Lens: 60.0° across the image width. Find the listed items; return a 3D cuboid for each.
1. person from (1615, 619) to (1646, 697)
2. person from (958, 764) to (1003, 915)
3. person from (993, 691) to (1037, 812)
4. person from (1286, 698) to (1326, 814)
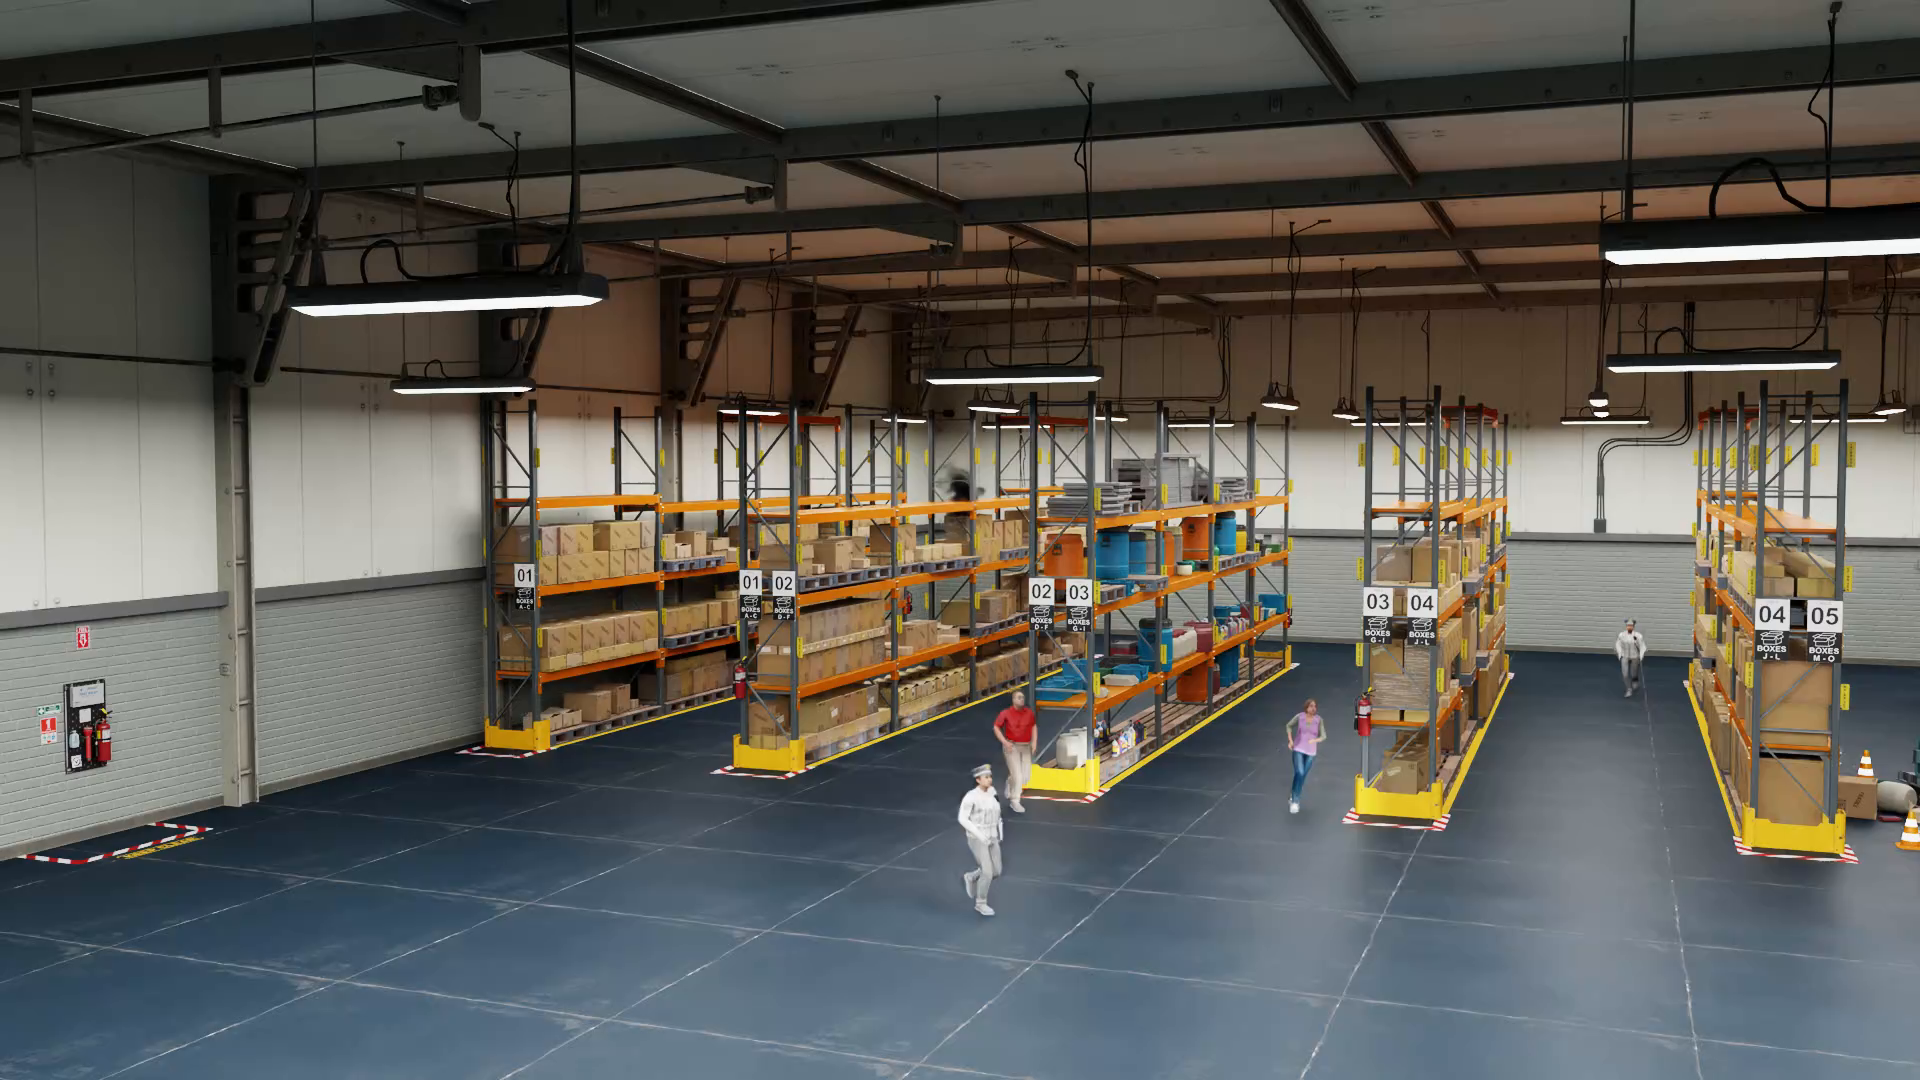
[{"bbox_3d":[14.114,2.465,35.004,0.601,1.647,0.593,2,3,29],"label":"person"},{"bbox_3d":[0.233,3.274,18.347,0.532,1.654,0.652,3,4,44],"label":"person"},{"bbox_3d":[0.809,2.985,23.806,0.693,1.666,0.640,-1,3,-28],"label":"person"},{"bbox_3d":[4.921,3.052,23.653,0.520,1.621,0.658,0,3,-2],"label":"person"}]
